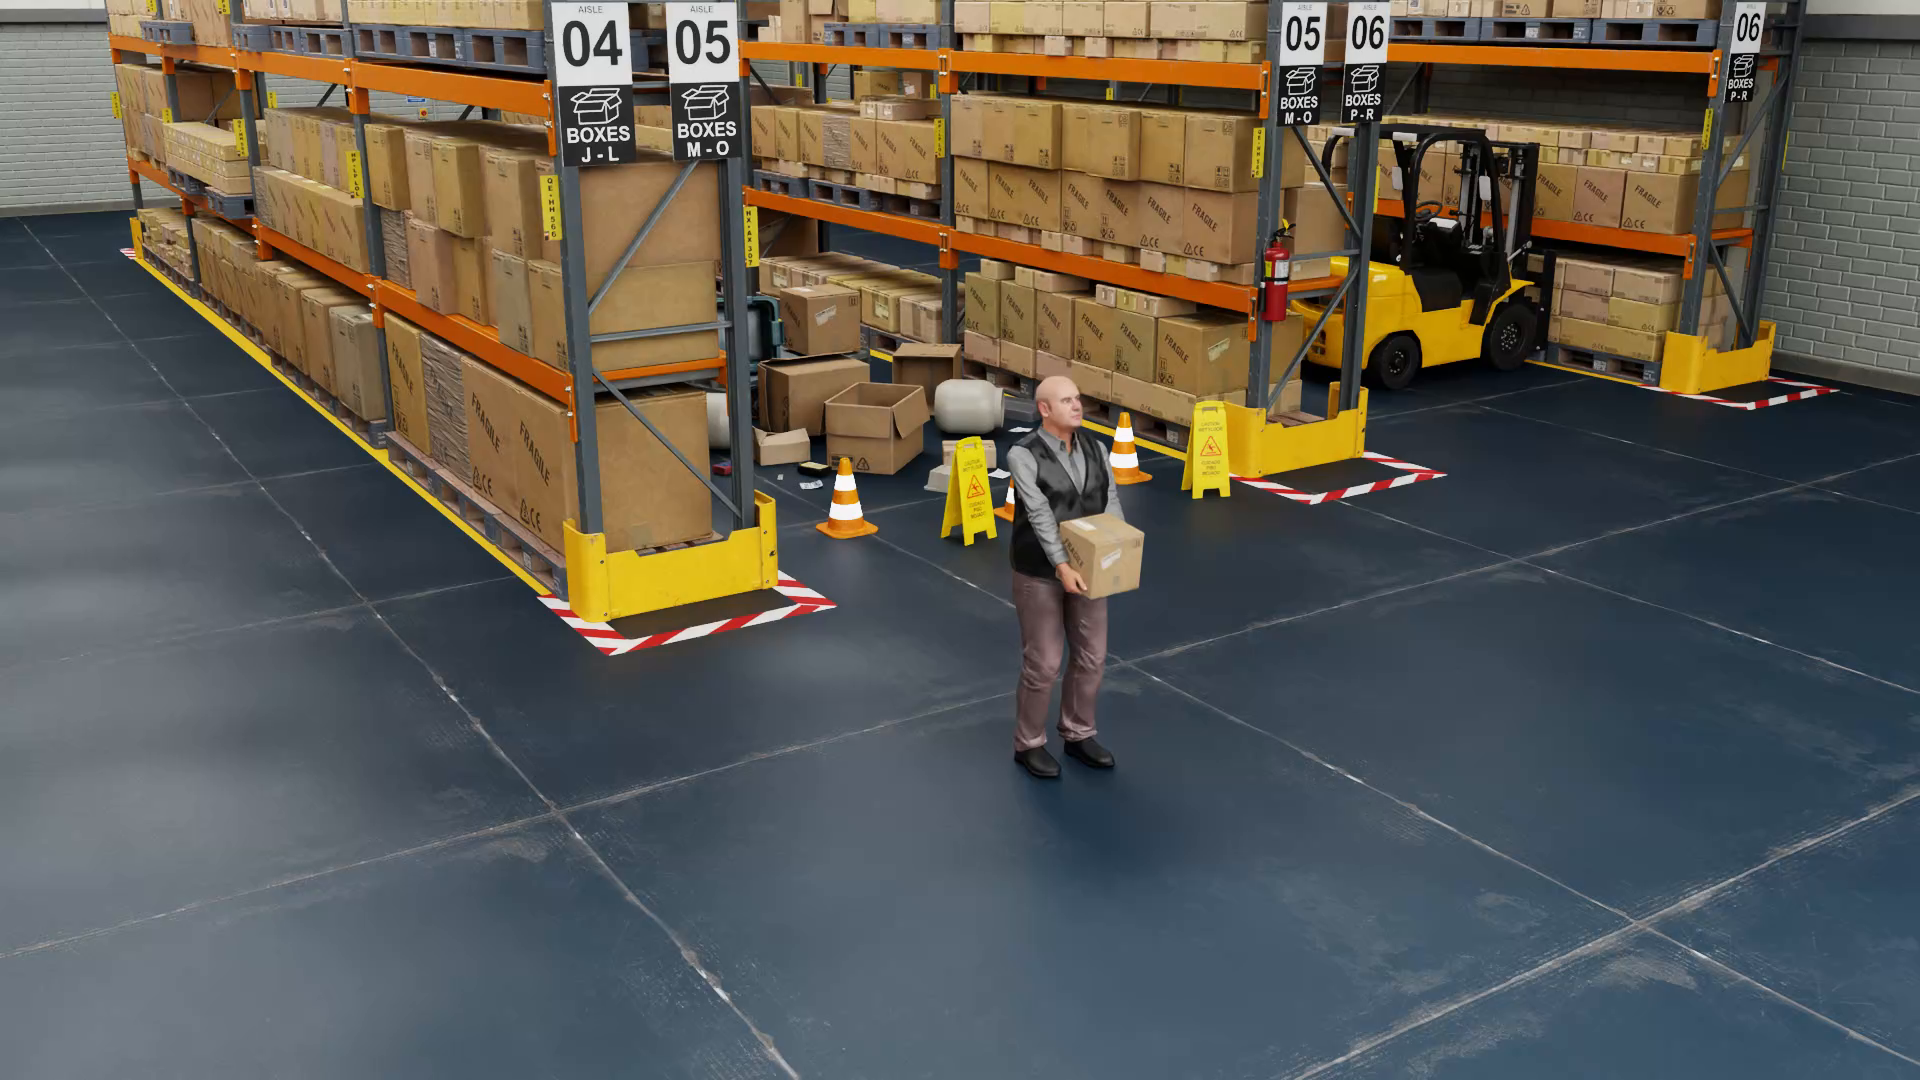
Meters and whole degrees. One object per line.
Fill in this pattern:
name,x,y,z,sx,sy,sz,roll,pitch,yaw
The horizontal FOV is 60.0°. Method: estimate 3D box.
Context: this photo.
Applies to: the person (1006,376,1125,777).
person,0.487,0.171,7.082,0.494,1.712,0.551,-11,21,-31
